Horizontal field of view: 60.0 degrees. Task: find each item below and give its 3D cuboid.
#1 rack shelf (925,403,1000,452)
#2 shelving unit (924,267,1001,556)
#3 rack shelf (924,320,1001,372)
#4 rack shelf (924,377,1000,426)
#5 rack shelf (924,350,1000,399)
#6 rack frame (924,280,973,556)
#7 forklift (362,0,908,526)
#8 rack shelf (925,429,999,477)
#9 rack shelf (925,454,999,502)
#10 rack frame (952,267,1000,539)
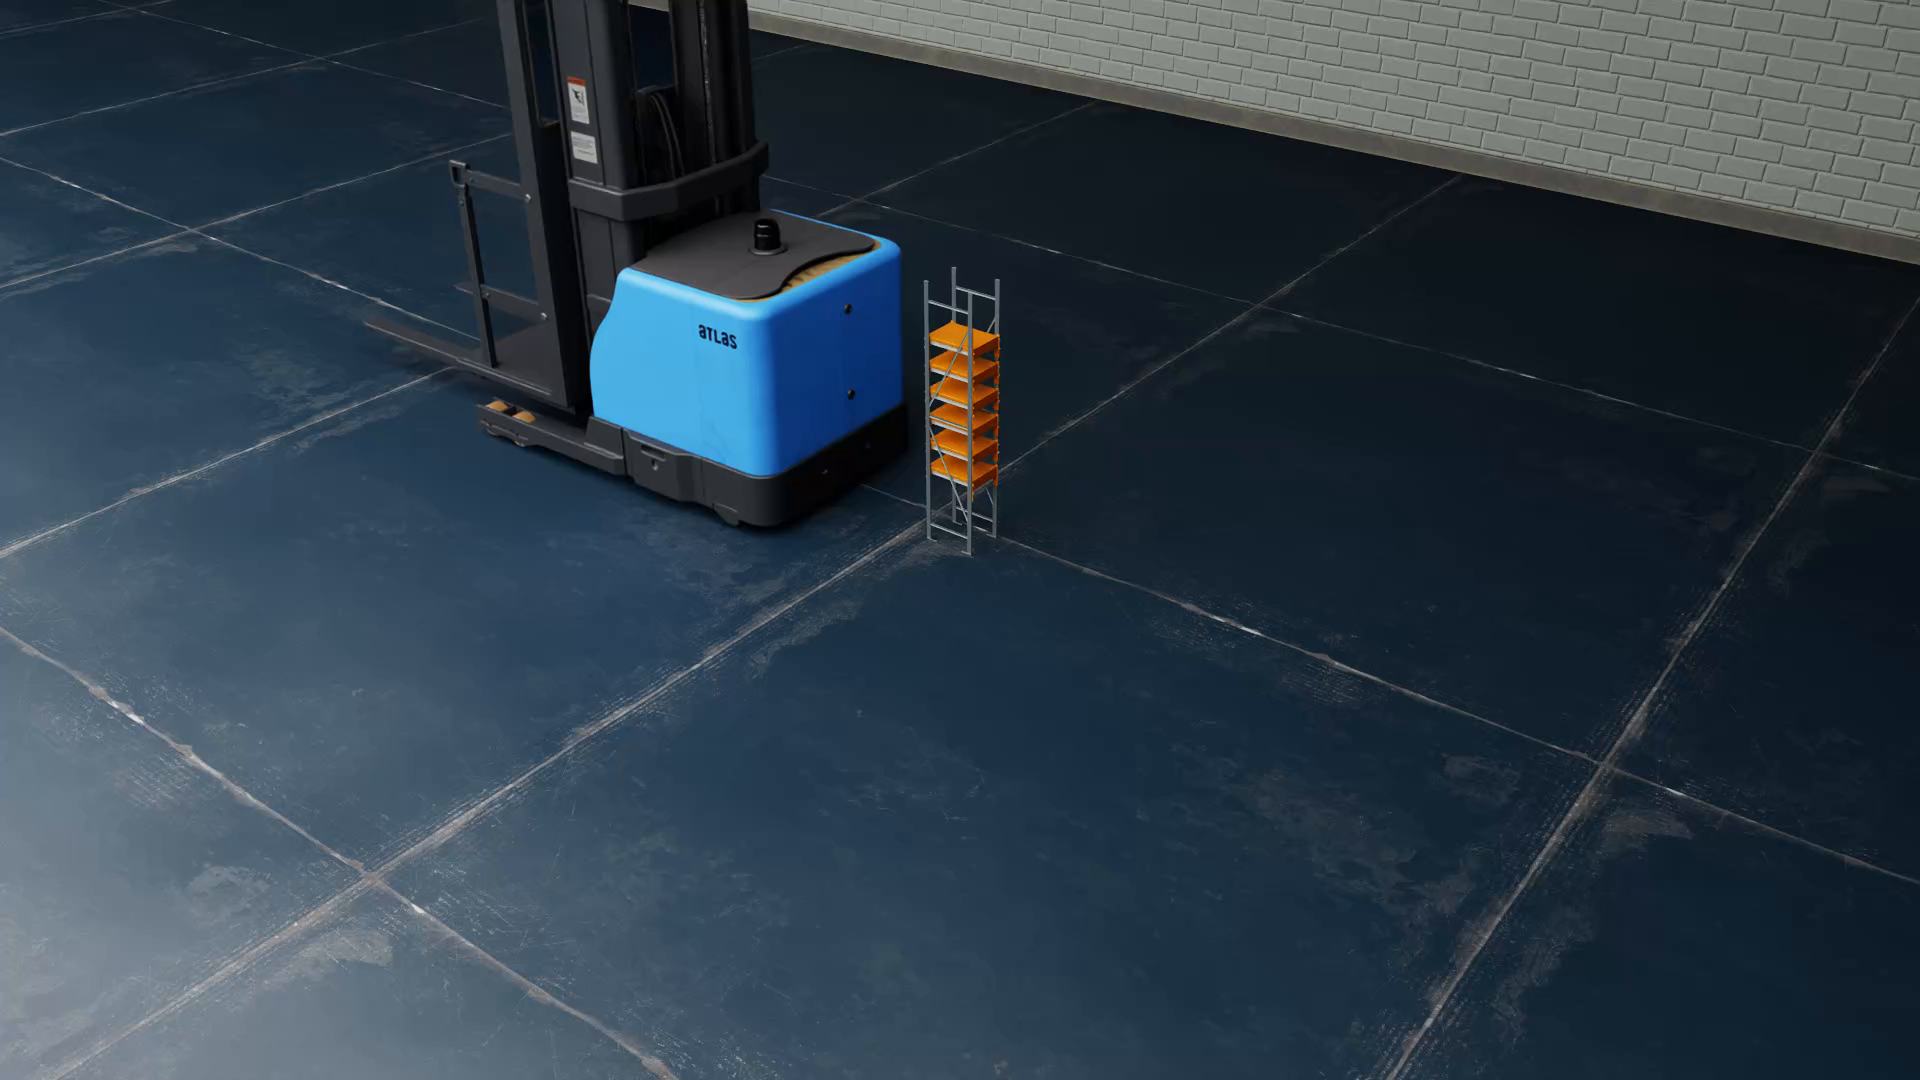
[{"bbox_3d":[0.009,-0.484,6.977,0.258,0.103,0.180,21,37,31],"label":"rack shelf"},{"bbox_3d":[0.009,-0.522,6.954,0.258,1.200,0.189,21,37,31],"label":"shelving unit"},{"bbox_3d":[0.009,-0.794,6.793,0.258,0.103,0.180,21,37,31],"label":"rack shelf"},{"bbox_3d":[0.009,-0.587,6.915,0.258,0.103,0.180,21,37,31],"label":"rack shelf"},{"bbox_3d":[0.009,-0.690,6.854,0.258,0.103,0.180,21,37,31],"label":"rack shelf"},{"bbox_3d":[-0.047,-0.485,6.891,0.240,1.200,0.006,21,37,31],"label":"rack frame"},{"bbox_3d":[-1.735,-1.906,7.591,3.031,2.935,1.130,20,36,30],"label":"forklift"},{"bbox_3d":[0.009,-0.381,7.038,0.258,0.103,0.180,21,37,31],"label":"rack shelf"},{"bbox_3d":[0.009,-0.277,7.099,0.258,0.103,0.180,21,37,31],"label":"rack shelf"},{"bbox_3d":[0.064,-0.559,7.017,0.240,1.200,0.006,21,37,31],"label":"rack frame"}]
